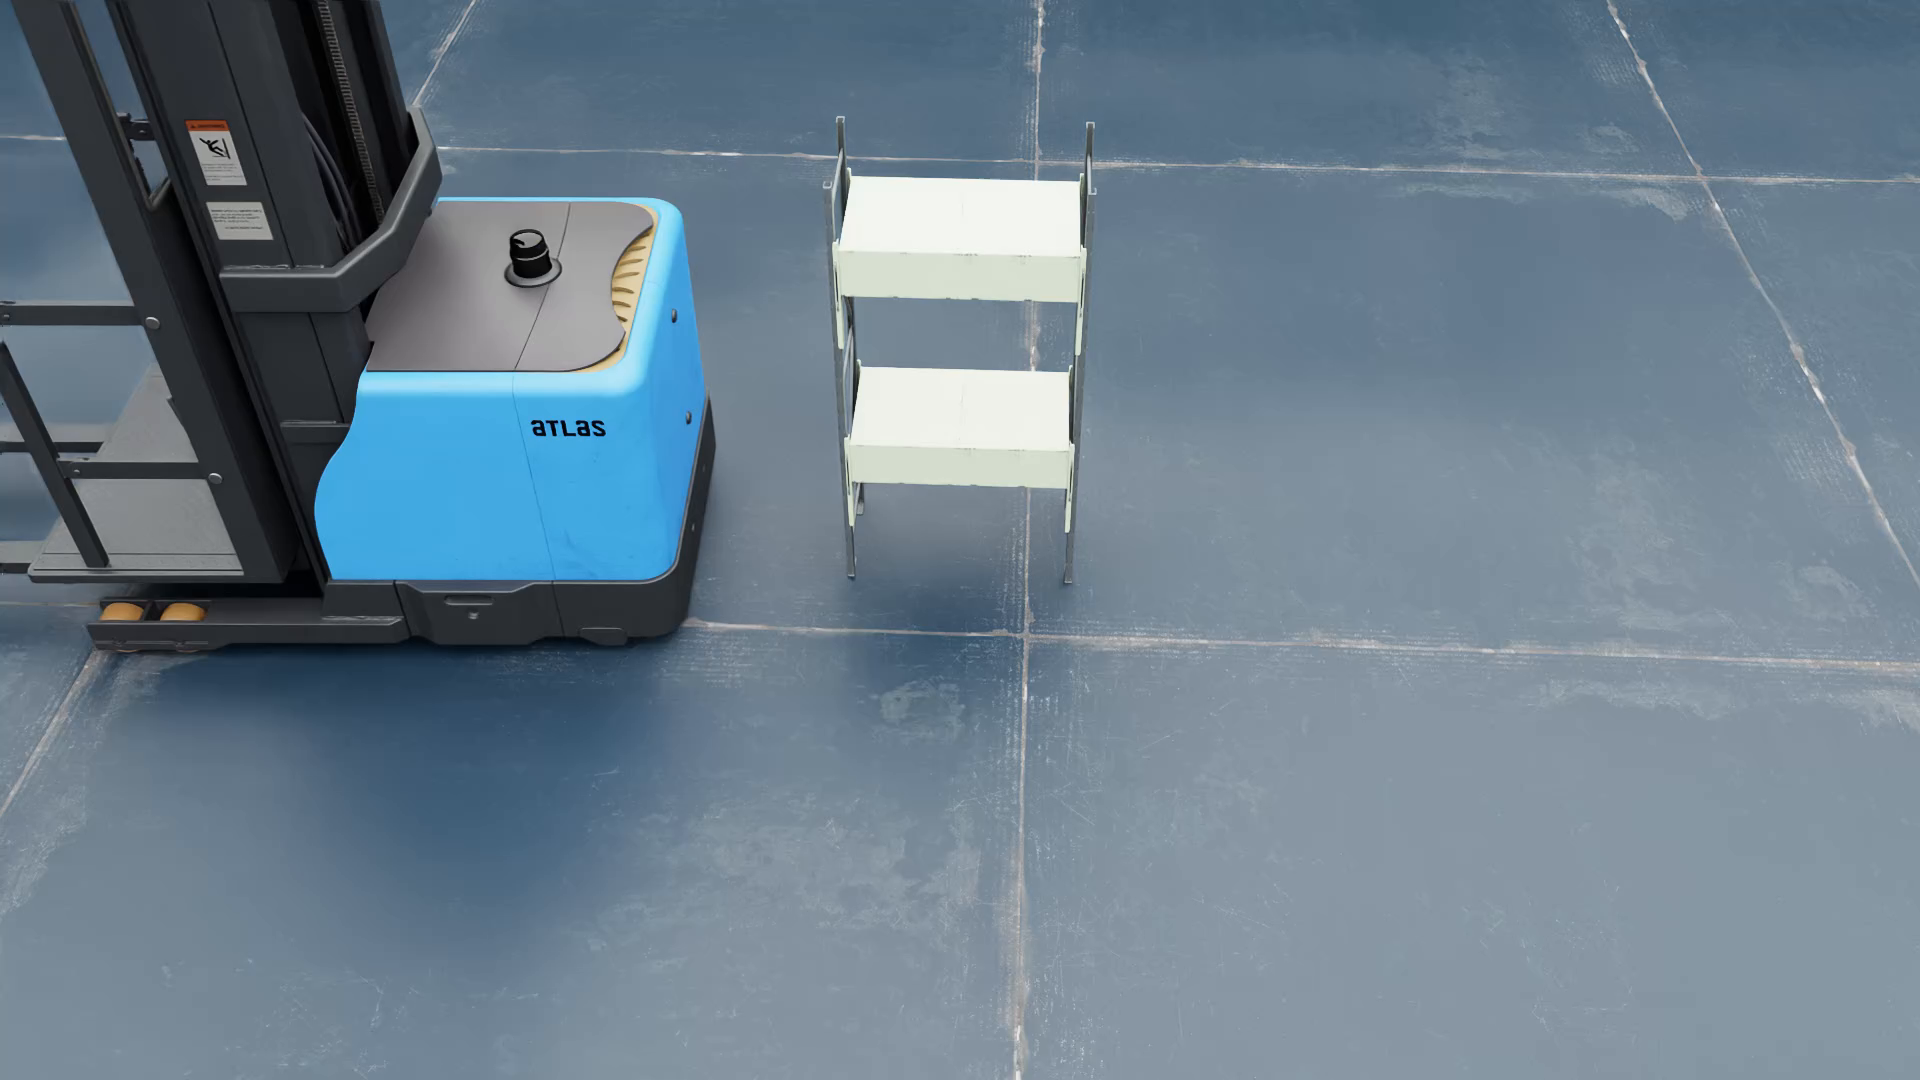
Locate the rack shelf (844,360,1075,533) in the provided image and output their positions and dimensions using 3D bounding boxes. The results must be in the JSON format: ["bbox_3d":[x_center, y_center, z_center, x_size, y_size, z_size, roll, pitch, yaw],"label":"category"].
[{"bbox_3d":[0.007,-0.310,5.461,0.720,0.370,0.431,2,43,2],"label":"rack shelf"}]

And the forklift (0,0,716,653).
[{"bbox_3d":[-2.397,-1.072,4.750,3.031,2.935,1.130,0,43,0],"label":"forklift"}]

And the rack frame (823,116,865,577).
[{"bbox_3d":[-0.359,-0.560,5.251,0.023,1.500,0.400,2,43,2],"label":"rack frame"}]

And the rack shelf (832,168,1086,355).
[{"bbox_3d":[0.007,-0.834,4.973,0.720,0.370,0.431,2,43,2],"label":"rack shelf"}]

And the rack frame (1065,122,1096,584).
[{"bbox_3d":[0.372,-0.537,5.227,0.023,1.500,0.400,2,43,2],"label":"rack frame"}]

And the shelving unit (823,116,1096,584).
[{"bbox_3d":[0.007,-0.549,5.239,0.755,1.500,0.431,2,43,2],"label":"shelving unit"}]
